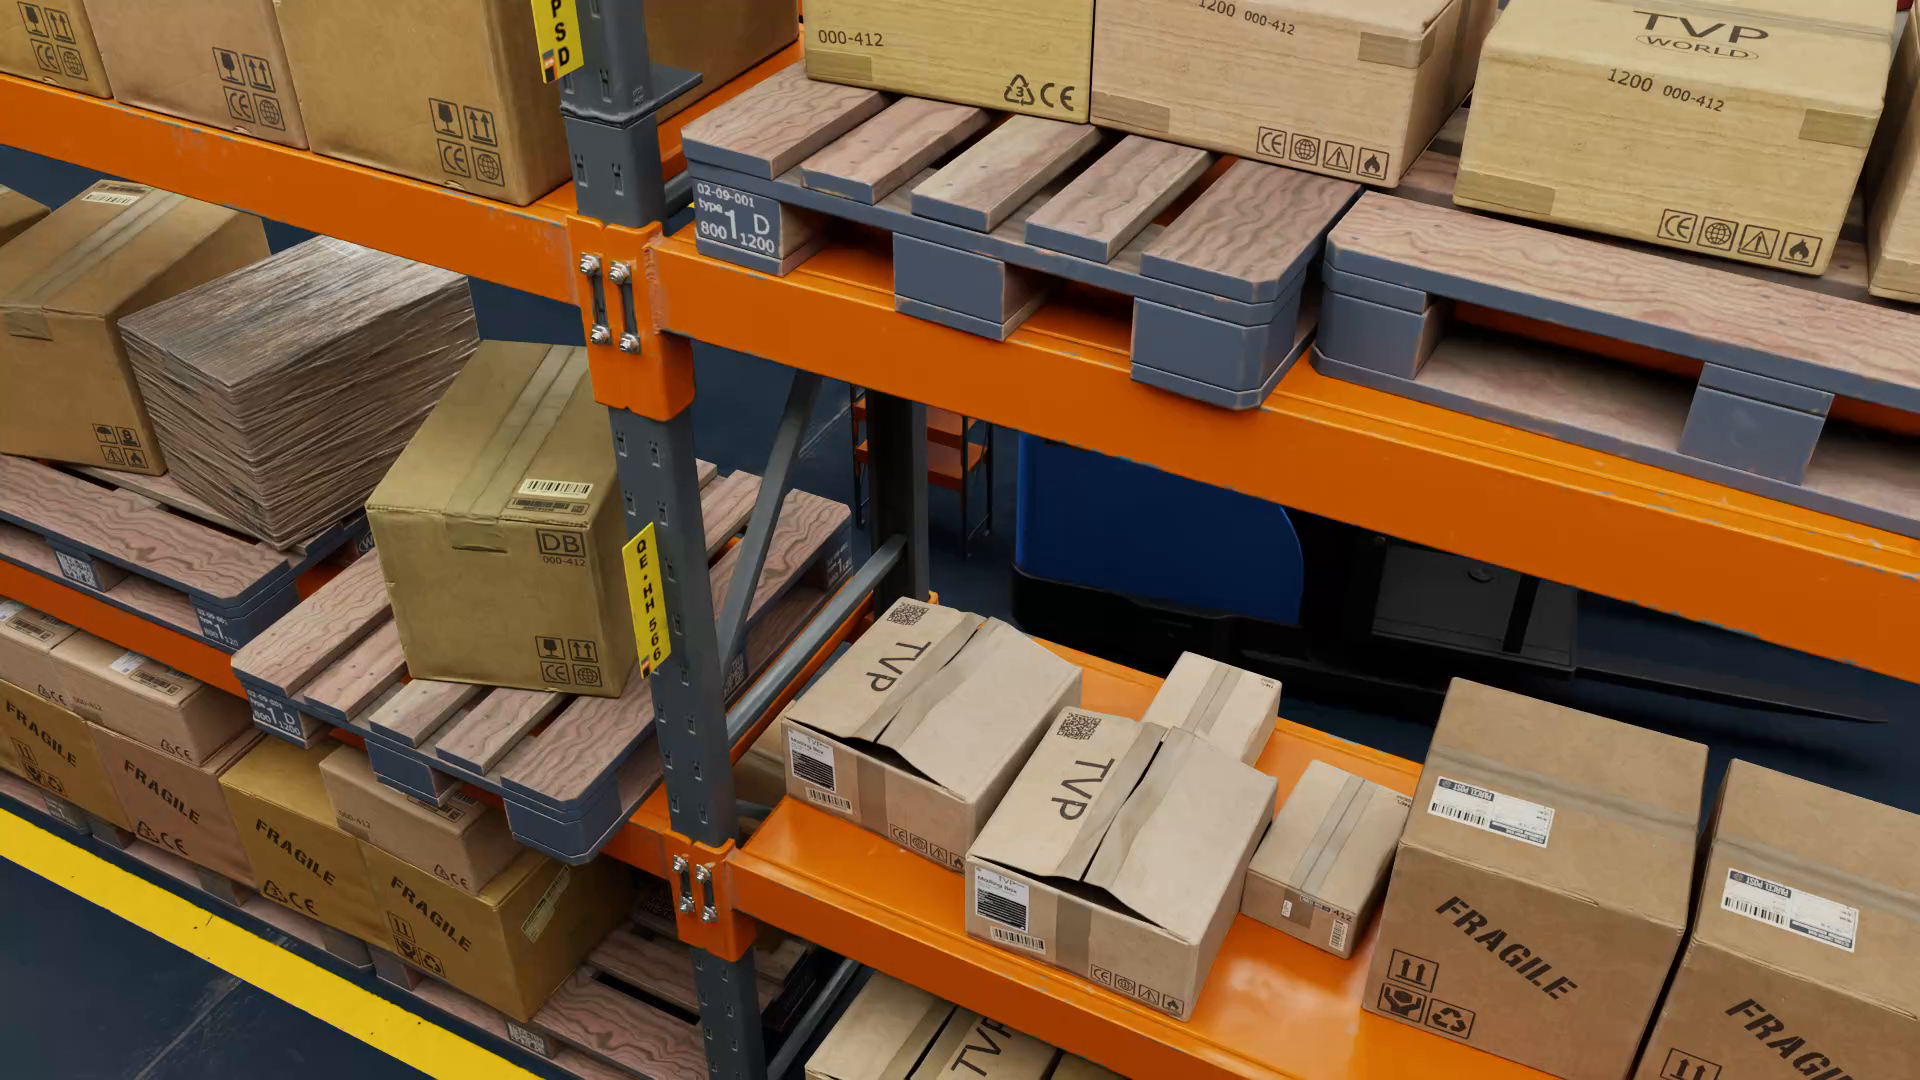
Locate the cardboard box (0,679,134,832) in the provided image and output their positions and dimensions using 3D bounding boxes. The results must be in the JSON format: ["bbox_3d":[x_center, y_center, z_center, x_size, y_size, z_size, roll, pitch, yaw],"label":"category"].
[{"bbox_3d":[-2.677,0.514,5.295,0.500,0.500,0.500,18,41,22],"label":"cardboard box"}]

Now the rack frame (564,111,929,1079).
[{"bbox_3d":[-0.362,0.255,3.933,0.127,3.000,1.000,17,41,21],"label":"rack frame"}]

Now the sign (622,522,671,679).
[{"bbox_3d":[-0.603,0.120,3.219,0.005,0.325,0.100,17,41,21],"label":"sign"}]

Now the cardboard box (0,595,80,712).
[{"bbox_3d":[-2.708,0.208,5.078,0.500,0.250,0.500,17,41,22],"label":"cardboard box"}]

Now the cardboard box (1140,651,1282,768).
[{"bbox_3d":[0.564,0.457,3.875,0.250,0.149,0.380,17,41,21],"label":"cardboard box"}]

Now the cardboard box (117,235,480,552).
[{"bbox_3d":[-1.697,-0.423,4.397,0.500,0.500,0.700,26,44,30],"label":"cardboard box"}]

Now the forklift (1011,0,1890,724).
[{"bbox_3d":[1.766,-0.838,5.430,3.031,2.935,1.130,10,38,13],"label":"forklift"}]

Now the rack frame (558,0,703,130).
[{"bbox_3d":[-0.362,-2.134,2.119,0.127,3.000,1.000,17,41,21],"label":"rack frame"}]

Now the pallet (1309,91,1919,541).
[{"bbox_3d":[1.277,-0.414,2.490,1.213,0.211,1.003,19,41,24],"label":"pallet"}]

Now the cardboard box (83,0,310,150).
[{"bbox_3d":[-1.217,-1.224,3.318,0.500,0.500,0.910,17,41,21],"label":"cardboard box"}]

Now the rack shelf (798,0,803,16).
[{"bbox_3d":[0.144,-2.673,8.385,4.000,0.370,1.077,17,41,21],"label":"rack shelf"}]

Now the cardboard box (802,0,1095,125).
[{"bbox_3d":[0.067,-0.951,2.818,0.500,0.250,0.500,14,40,18],"label":"cardboard box"}]

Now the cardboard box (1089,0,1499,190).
[{"bbox_3d":[0.541,-0.815,2.639,0.500,0.250,0.500,18,41,23],"label":"cardboard box"}]

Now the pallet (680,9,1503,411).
[{"bbox_3d":[0.282,-0.724,2.898,1.003,0.211,1.213,19,41,24],"label":"pallet"}]

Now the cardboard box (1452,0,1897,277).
[{"bbox_3d":[1.044,-0.650,2.421,0.500,0.250,0.500,17,40,21],"label":"cardboard box"}]

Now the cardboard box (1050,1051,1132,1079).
[{"bbox_3d":[0.439,1.405,3.882,0.500,0.311,0.500,16,40,20],"label":"cardboard box"}]

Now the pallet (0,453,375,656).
[{"bbox_3d":[-2.091,-0.207,4.700,1.213,0.211,1.003,17,41,21],"label":"pallet"}]

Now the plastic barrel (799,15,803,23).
[{"bbox_3d":[-1.157,-2.686,9.196,0.708,0.901,0.600,17,41,21],"label":"plastic barrel"}]

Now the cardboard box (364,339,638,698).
[{"bbox_3d":[-0.973,-0.066,3.927,0.500,0.500,0.700,5,37,6],"label":"cardboard box"}]

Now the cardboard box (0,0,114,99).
[{"bbox_3d":[-1.679,-1.369,3.509,0.500,0.500,0.910,17,41,21],"label":"cardboard box"}]

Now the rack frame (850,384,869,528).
[{"bbox_3d":[-0.364,-0.592,6.537,0.015,1.200,0.240,17,41,21],"label":"rack frame"}]

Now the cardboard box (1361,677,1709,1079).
[{"bbox_3d":[1.136,0.673,3.299,0.500,0.500,0.500,15,40,19],"label":"cardboard box"}]

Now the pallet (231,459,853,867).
[{"bbox_3d":[-0.996,0.181,4.189,1.003,0.211,1.213,17,41,21],"label":"pallet"}]

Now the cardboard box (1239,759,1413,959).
[{"bbox_3d":[0.797,0.680,3.581,0.250,0.149,0.380,20,42,25],"label":"cardboard box"}]

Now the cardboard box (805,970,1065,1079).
[{"bbox_3d":[-0.032,1.263,4.068,0.500,0.311,0.500,19,41,23],"label":"cardboard box"}]

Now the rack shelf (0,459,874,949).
[{"bbox_3d":[-2.138,-0.014,4.883,4.000,0.370,1.077,17,41,21],"label":"rack shelf"}]

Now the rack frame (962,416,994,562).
[{"bbox_3d":[0.070,-0.456,6.358,0.015,1.200,0.240,17,41,21],"label":"rack frame"}]

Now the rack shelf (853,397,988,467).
[{"bbox_3d":[-0.147,-0.470,6.489,0.480,0.148,0.258,17,41,21],"label":"rack shelf"}]

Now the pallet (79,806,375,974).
[{"bbox_3d":[-2.086,0.798,5.524,1.213,0.211,1.003,17,41,21],"label":"pallet"}]

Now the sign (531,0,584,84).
[{"bbox_3d":[-0.613,-0.855,2.487,0.005,0.325,0.100,17,41,21],"label":"sign"}]

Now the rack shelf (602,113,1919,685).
[{"bbox_3d":[1.414,-0.097,2.511,4.000,0.370,1.077,17,41,21],"label":"rack shelf"}]

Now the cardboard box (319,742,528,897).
[{"bbox_3d":[-1.352,0.630,4.523,0.500,0.250,0.500,19,41,23],"label":"cardboard box"}]

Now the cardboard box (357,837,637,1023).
[{"bbox_3d":[-1.300,0.942,4.732,0.500,0.500,0.500,19,41,23],"label":"cardboard box"}]

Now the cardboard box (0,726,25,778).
[{"bbox_3d":[-3.117,0.371,5.484,0.500,0.500,0.500,18,41,22],"label":"cardboard box"}]

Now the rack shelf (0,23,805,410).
[{"bbox_3d":[-2.138,-1.209,3.976,4.000,0.370,1.077,17,41,21],"label":"rack shelf"}]

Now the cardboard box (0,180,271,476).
[{"bbox_3d":[-2.316,-0.606,4.637,0.500,0.500,0.700,8,38,10],"label":"cardboard box"}]

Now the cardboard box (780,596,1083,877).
[{"bbox_3d":[-0.059,0.415,3.796,0.500,0.311,0.500,20,42,24],"label":"cardboard box"}]

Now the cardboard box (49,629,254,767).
[{"bbox_3d":[-2.262,0.347,4.895,0.500,0.250,0.500,17,40,21],"label":"cardboard box"}]

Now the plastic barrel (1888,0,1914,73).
[{"bbox_3d":[3.687,-2.053,6.861,0.433,0.535,0.433,0,37,0],"label":"plastic barrel"}]

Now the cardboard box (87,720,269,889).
[{"bbox_3d":[-2.228,0.655,5.110,0.500,0.500,0.500,16,40,20],"label":"cardboard box"}]

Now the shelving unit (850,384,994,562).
[{"bbox_3d":[-0.147,-0.524,6.448,0.503,1.200,0.258,17,41,21],"label":"shelving unit"}]

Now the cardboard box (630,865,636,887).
[{"bbox_3d":[-1.102,0.653,5.112,0.500,0.500,0.500,16,40,20],"label":"cardboard box"}]

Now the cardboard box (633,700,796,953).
[{"bbox_3d":[-0.634,0.796,4.924,0.500,0.500,0.500,19,41,23],"label":"cardboard box"}]

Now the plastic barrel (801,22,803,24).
[{"bbox_3d":[-0.528,-2.489,8.937,0.708,0.901,0.600,17,41,21],"label":"plastic barrel"}]

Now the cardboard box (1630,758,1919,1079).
[{"bbox_3d":[1.603,0.820,3.107,0.500,0.500,0.500,17,41,22],"label":"cardboard box"}]

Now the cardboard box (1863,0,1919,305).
[{"bbox_3d":[1.521,-0.499,2.223,0.500,0.250,0.500,14,39,18],"label":"cardboard box"}]

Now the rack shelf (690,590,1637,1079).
[{"bbox_3d":[1.414,1.098,3.418,4.000,0.370,1.077,17,41,21],"label":"rack shelf"}]

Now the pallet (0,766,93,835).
[{"bbox_3d":[-3.174,0.460,5.970,1.213,0.211,1.003,17,41,21],"label":"pallet"}]

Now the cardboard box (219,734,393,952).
[{"bbox_3d":[-1.759,0.798,4.922,0.500,0.500,0.500,16,40,20],"label":"cardboard box"}]

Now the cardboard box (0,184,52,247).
[{"bbox_3d":[-2.956,-0.655,4.702,0.500,0.500,0.700,24,43,28],"label":"cardboard box"}]

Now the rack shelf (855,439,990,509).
[{"bbox_3d":[-0.147,-0.312,6.609,0.480,0.148,0.258,17,41,21],"label":"rack shelf"}]

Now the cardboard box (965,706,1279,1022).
[{"bbox_3d":[0.344,0.643,3.495,0.500,0.311,0.500,17,40,21],"label":"cardboard box"}]

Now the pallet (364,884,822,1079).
[{"bbox_3d":[-1.007,1.138,5.076,1.213,0.211,1.003,17,41,21],"label":"pallet"}]

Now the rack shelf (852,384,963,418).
[{"bbox_3d":[-0.147,-0.649,6.353,0.480,0.148,0.258,17,41,21],"label":"rack shelf"}]

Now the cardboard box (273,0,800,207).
[{"bbox_3d":[-0.764,-1.083,3.132,0.500,0.500,0.910,17,41,21],"label":"cardboard box"}]
